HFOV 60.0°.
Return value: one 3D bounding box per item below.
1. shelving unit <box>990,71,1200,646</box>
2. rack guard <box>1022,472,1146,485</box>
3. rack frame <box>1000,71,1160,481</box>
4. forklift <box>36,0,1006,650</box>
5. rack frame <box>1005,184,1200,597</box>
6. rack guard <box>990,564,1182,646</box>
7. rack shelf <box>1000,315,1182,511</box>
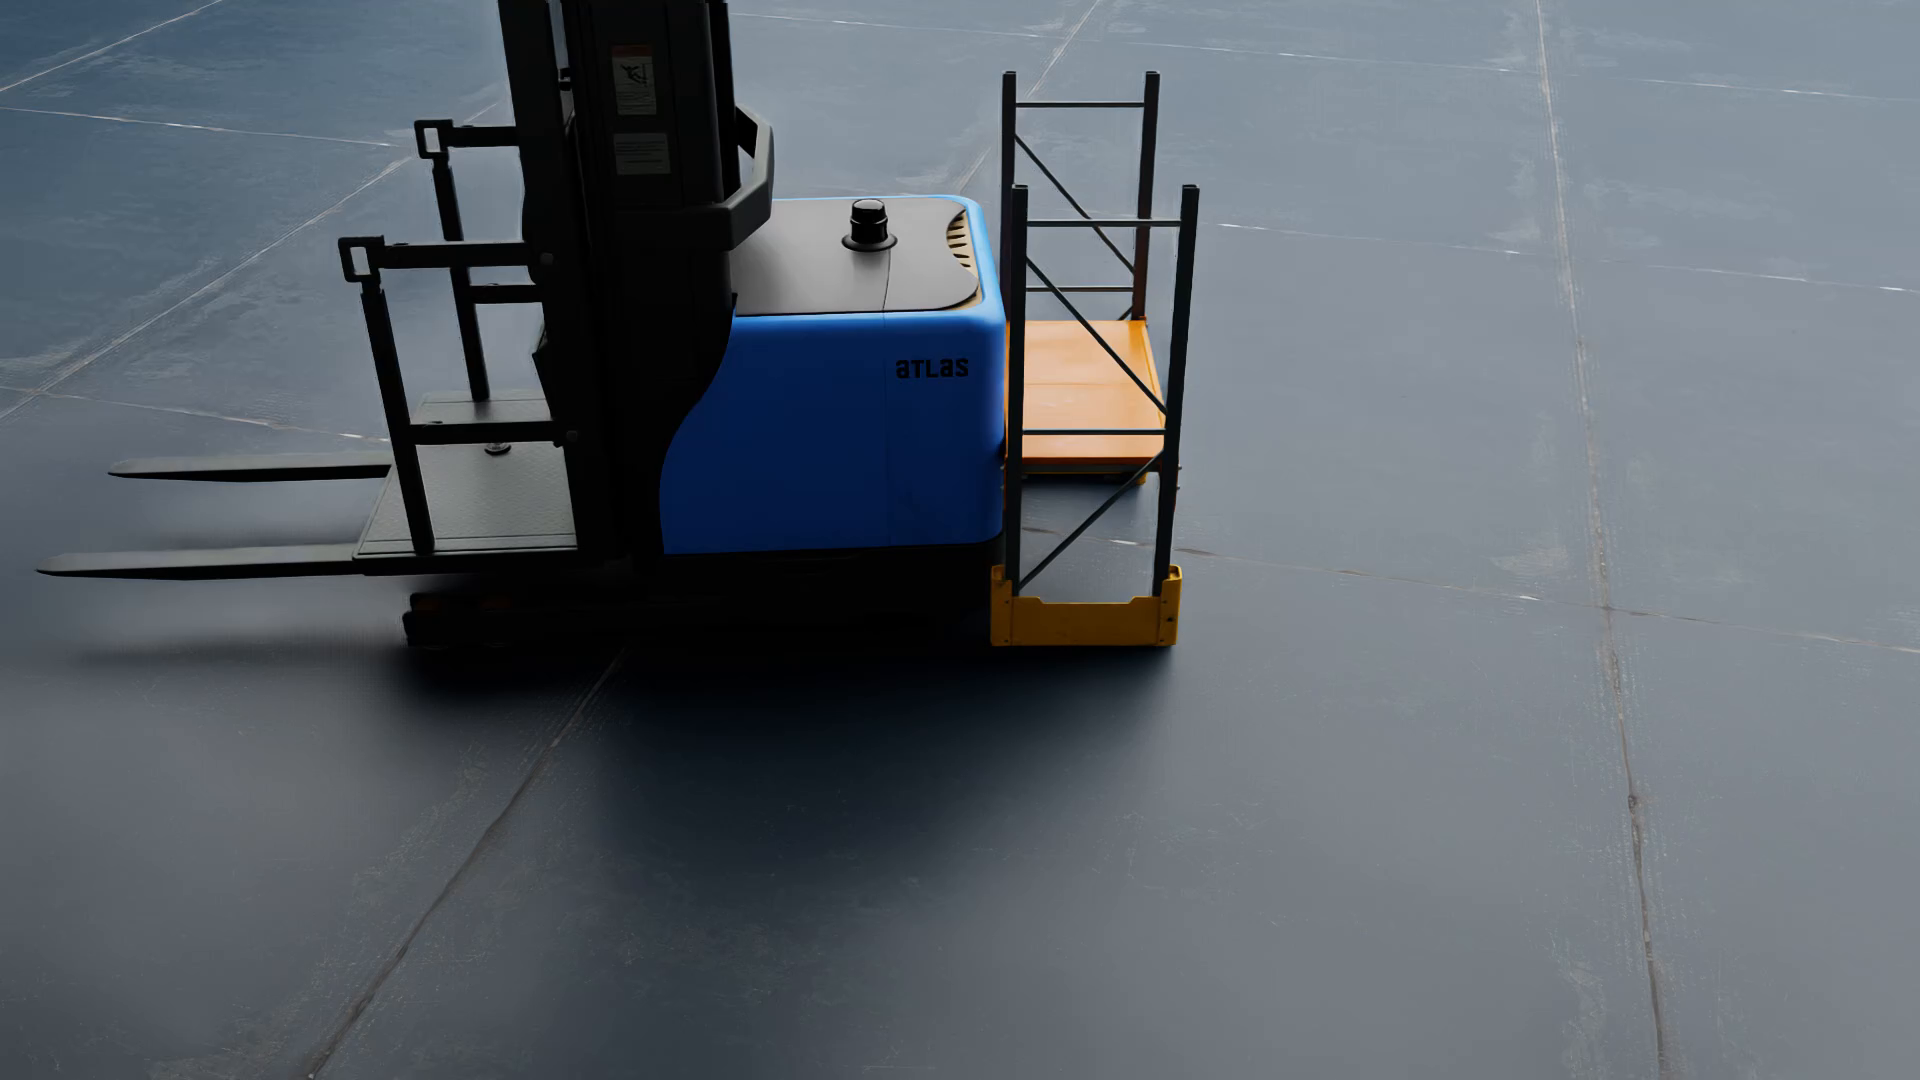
[{"bbox_3d":[0.388,-0.590,5.280,0.587,1.500,1.083,0,32,0],"label":"shelving unit"},{"bbox_3d":[0.386,-0.330,6.036,0.587,0.250,0.087,0,32,0],"label":"rack guard"},{"bbox_3d":[0.386,-0.858,5.701,0.500,1.500,0.032,0,32,0],"label":"rack frame"},{"bbox_3d":[-1.394,-1.186,4.884,3.031,2.935,1.130,-2,33,-3],"label":"forklift"},{"bbox_3d":[0.389,-0.312,4.843,0.500,1.500,0.032,0,32,0],"label":"rack frame"},{"bbox_3d":[0.389,0.205,5.195,0.587,0.250,0.087,0,32,0],"label":"rack guard"},{"bbox_3d":[0.388,-0.433,5.369,0.538,0.185,1.000,0,32,0],"label":"rack shelf"}]
